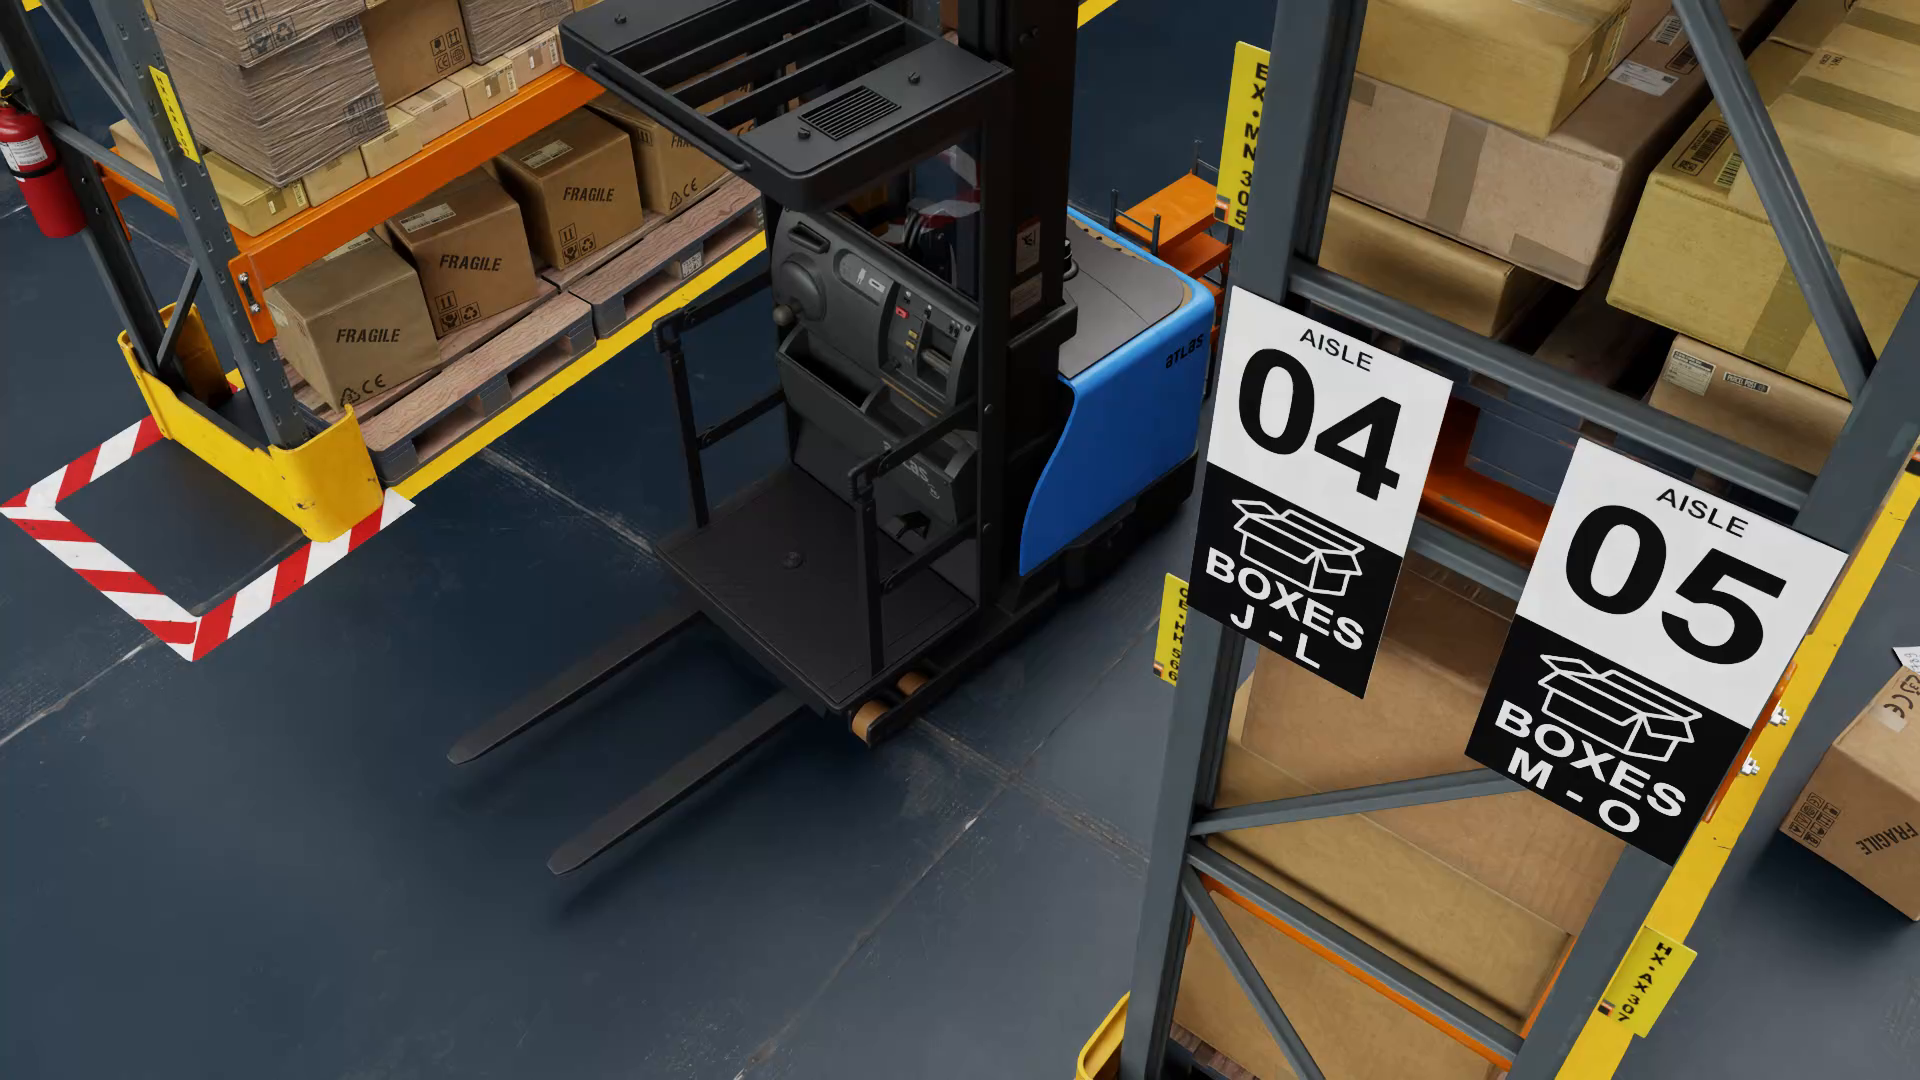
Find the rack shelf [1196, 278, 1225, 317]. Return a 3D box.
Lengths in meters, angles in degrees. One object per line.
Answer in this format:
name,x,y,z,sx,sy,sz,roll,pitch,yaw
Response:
rack shelf,0.845,-0.940,6.912,0.480,0.148,0.258,-35,55,-29

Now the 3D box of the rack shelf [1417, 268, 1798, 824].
rack shelf,2.108,-1.000,4.054,1.077,0.370,4.000,29,53,25

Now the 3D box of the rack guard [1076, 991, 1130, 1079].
rack guard,0.871,1.809,4.676,1.175,0.500,0.348,29,53,25

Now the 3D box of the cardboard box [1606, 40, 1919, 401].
cardboard box,1.384,-0.498,2.615,0.500,0.250,0.500,29,53,25

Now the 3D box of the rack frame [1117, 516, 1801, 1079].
rack frame,0.886,0.932,3.786,1.000,3.000,0.127,29,53,25

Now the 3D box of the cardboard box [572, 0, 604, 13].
cardboard box,-1.754,-2.646,6.928,0.875,0.500,0.500,29,53,25

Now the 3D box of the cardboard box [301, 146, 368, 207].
cardboard box,-2.447,-1.424,6.210,0.380,0.149,0.250,29,53,25

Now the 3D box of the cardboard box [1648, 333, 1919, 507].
cardboard box,1.349,-0.252,2.656,0.380,0.149,0.250,30,53,25

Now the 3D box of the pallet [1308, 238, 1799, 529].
pallet,1.331,-0.503,3.143,1.003,0.211,1.213,29,53,25

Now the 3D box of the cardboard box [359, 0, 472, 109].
cardboard box,-2.409,-2.098,6.405,0.875,0.500,0.500,29,53,25

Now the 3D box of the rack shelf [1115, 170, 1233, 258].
rack shelf,0.845,-1.258,6.579,0.480,0.148,0.258,-35,55,-29

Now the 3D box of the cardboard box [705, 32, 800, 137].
cardboard box,-1.152,-2.347,8.356,0.500,0.500,0.500,-26,52,-23

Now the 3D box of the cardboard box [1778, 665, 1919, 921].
cardboard box,3.194,0.847,5.593,0.500,0.500,0.500,-33,55,-28

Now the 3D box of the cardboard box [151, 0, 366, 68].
cardboard box,-2.426,-1.996,5.616,0.500,0.500,0.500,29,53,25

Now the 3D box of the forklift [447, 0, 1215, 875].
forklift,-0.450,-0.701,5.392,3.031,2.935,1.130,-35,55,-29

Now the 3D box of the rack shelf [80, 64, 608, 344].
rack shelf,-1.755,-2.215,7.289,1.077,0.370,4.000,29,53,25

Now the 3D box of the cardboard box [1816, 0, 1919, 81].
cardboard box,1.496,-0.666,2.500,0.380,0.149,0.250,29,53,25

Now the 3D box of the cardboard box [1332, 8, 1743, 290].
cardboard box,0.964,-0.739,2.845,0.500,0.250,0.500,30,53,25

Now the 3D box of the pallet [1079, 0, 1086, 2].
pallet,0.688,-3.792,10.226,1.003,0.211,1.213,29,53,25

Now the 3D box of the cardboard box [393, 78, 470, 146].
cardboard box,-2.146,-1.713,6.486,0.380,0.149,0.250,29,53,25

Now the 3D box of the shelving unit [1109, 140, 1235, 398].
shelving unit,0.845,-0.987,6.863,0.503,1.200,0.258,-35,55,-29

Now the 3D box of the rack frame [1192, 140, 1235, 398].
rack frame,1.021,-1.109,6.980,0.015,1.200,0.240,-35,55,-29

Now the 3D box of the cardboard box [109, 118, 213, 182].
cardboard box,-2.967,-1.487,6.269,0.380,0.149,0.250,29,53,25

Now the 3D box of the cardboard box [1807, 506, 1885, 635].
cardboard box,1.856,-0.304,4.116,0.875,0.550,0.550,29,53,25

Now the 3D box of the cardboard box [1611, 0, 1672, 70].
cardboard box,0.977,-0.958,2.779,0.380,0.149,0.250,29,53,25

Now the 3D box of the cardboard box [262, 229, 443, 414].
cardboard box,-2.583,-0.950,7.022,0.500,0.500,0.500,-33,54,-27

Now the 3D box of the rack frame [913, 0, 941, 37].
rack frame,-0.532,-3.608,8.122,1.000,3.000,0.127,29,53,25

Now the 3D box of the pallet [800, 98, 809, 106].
pallet,-0.915,-2.245,8.748,1.003,0.211,1.213,29,53,25

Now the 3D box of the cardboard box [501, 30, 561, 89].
cardboard box,-1.856,-2.008,6.768,0.380,0.149,0.250,29,53,25

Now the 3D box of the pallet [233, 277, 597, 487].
pallet,-2.406,-0.848,7.415,1.003,0.211,1.213,29,53,25

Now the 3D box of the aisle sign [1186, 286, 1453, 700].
aisle sign,0.605,-0.058,2.934,0.394,0.787,0.004,29,53,25

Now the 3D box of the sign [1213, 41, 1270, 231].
sign,0.465,-0.631,2.646,0.100,0.325,0.005,29,53,25

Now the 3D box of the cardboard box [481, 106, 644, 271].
cardboard box,-1.846,-1.658,7.697,0.500,0.500,0.500,34,55,28

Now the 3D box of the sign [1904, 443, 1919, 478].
sign,1.321,-0.185,2.119,0.100,0.325,0.005,29,53,25

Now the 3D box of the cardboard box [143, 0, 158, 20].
cardboard box,-2.837,-2.226,5.835,0.500,0.500,0.500,29,53,25

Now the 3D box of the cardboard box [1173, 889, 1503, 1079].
cardboard box,1.248,1.103,4.801,0.875,0.875,0.875,29,53,25
